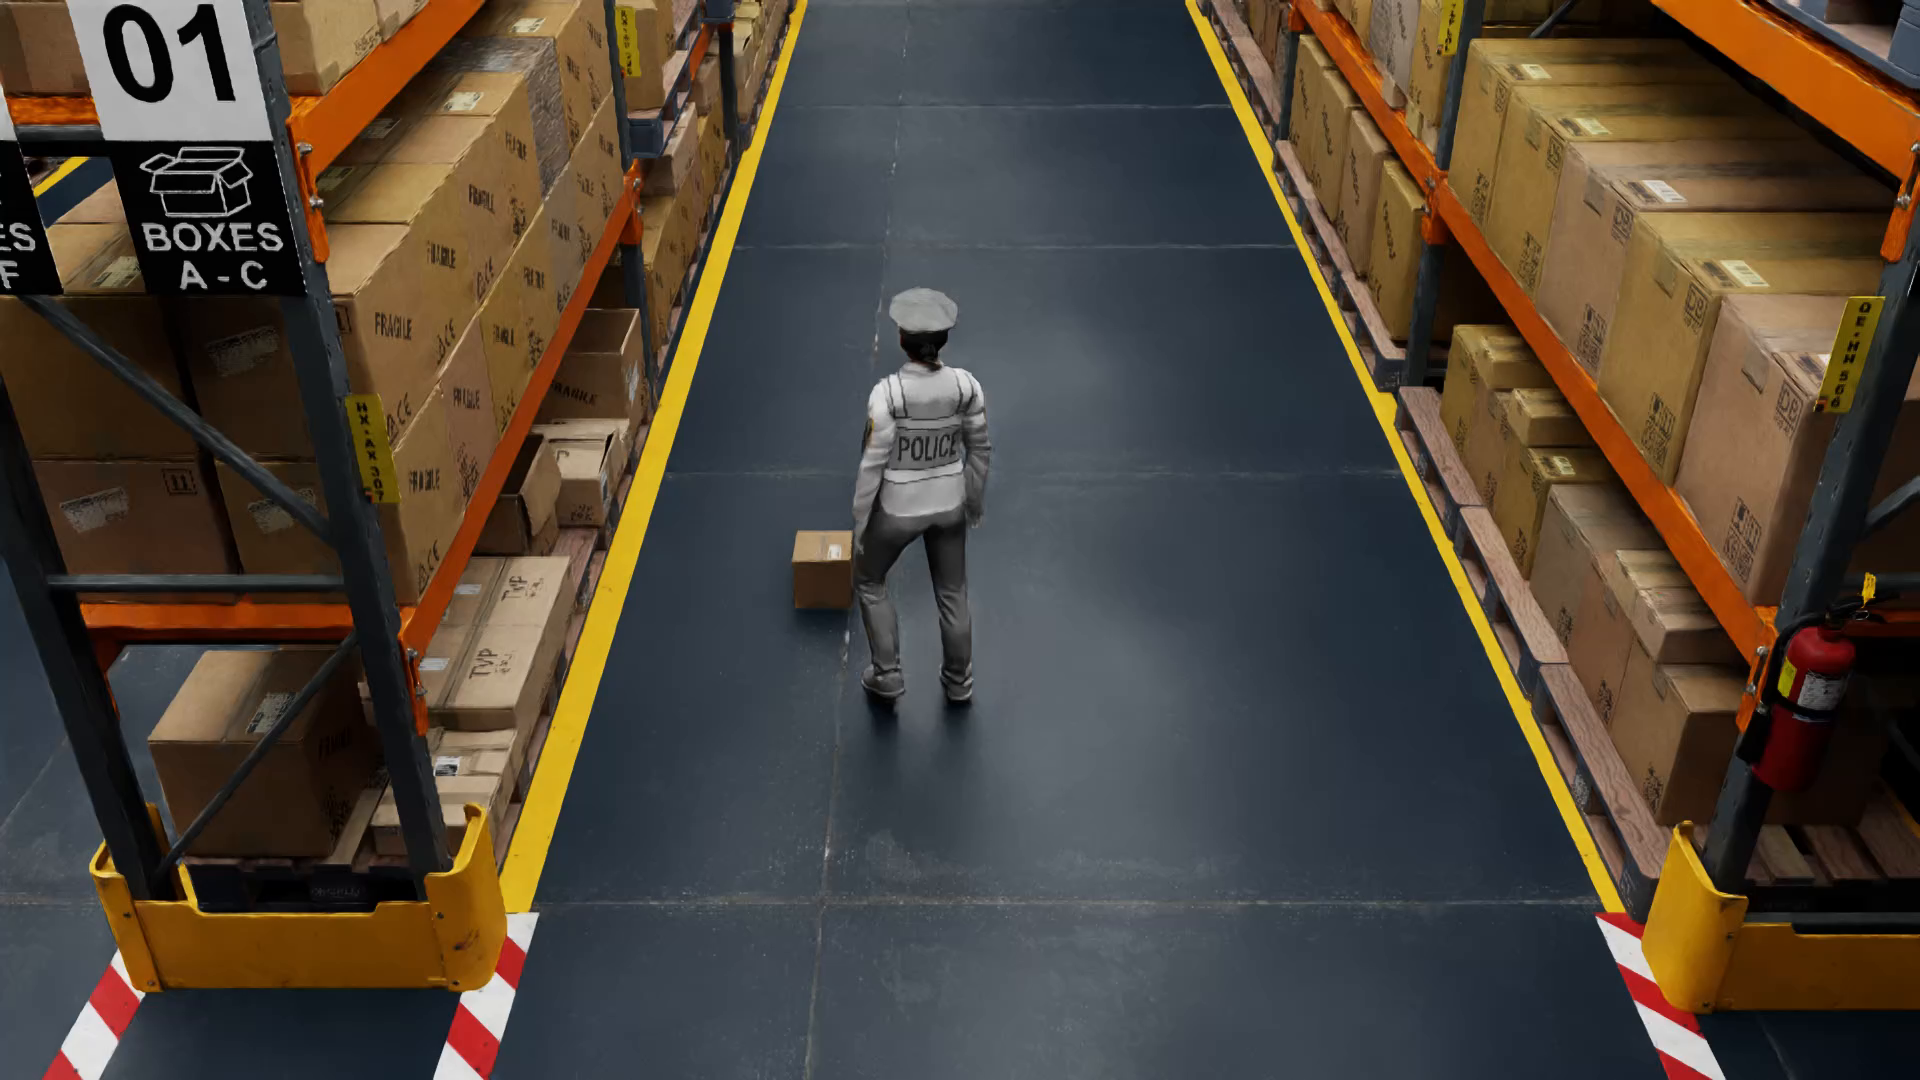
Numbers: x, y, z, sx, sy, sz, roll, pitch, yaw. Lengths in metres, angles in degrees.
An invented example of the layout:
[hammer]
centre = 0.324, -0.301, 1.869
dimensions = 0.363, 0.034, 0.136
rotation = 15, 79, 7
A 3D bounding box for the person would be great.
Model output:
[person]
centre = -0.152, -0.122, 6.281
dimensions = 0.560, 1.680, 0.360
rotation = -13, 34, -20
